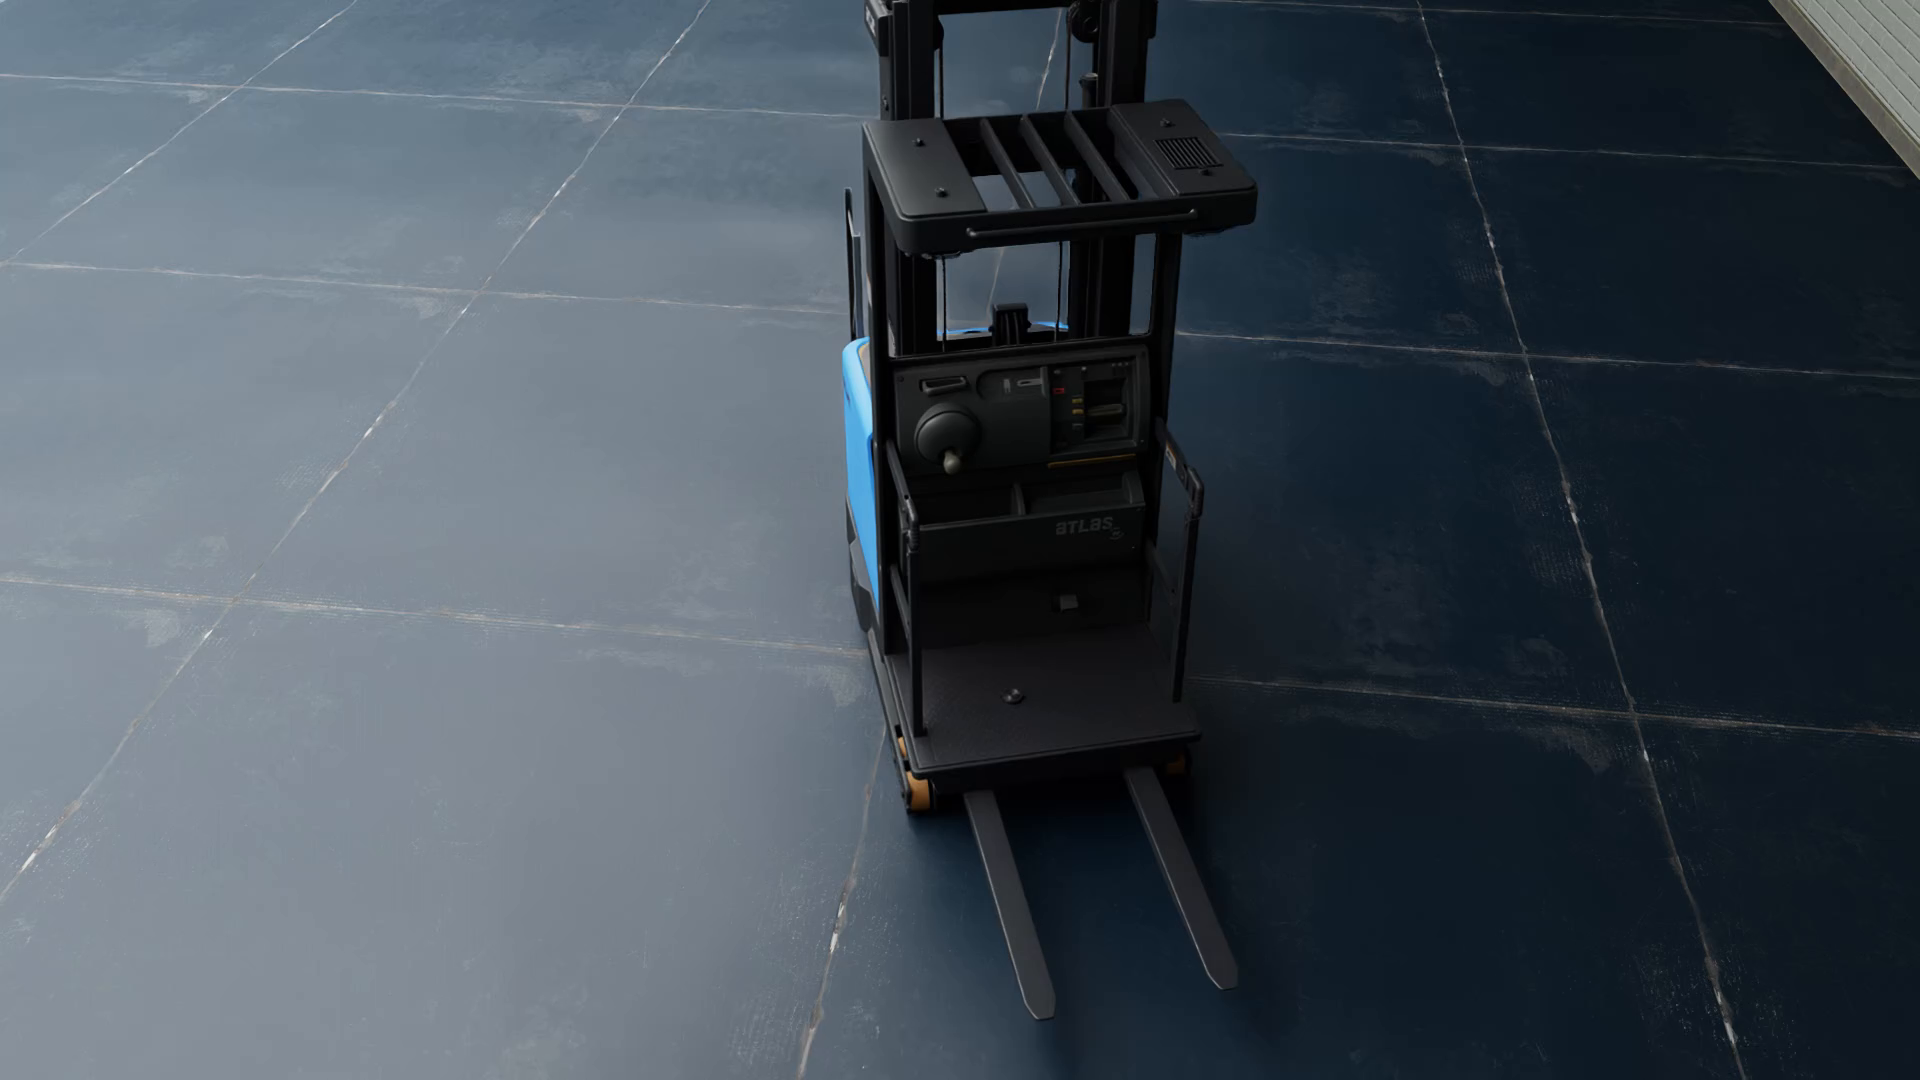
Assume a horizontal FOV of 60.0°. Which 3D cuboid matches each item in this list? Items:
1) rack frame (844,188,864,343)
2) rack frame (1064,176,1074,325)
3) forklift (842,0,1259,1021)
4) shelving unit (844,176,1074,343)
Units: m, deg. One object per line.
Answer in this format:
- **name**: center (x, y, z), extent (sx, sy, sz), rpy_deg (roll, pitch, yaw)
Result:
- **rack frame**: center (-0.465, -0.802, 7.582), extent (0.032, 1.500, 0.500), rpy_deg (-4, 36, -6)
- **rack frame**: center (0.543, -0.879, 7.691), extent (0.032, 1.500, 0.500), rpy_deg (-4, 36, -6)
- **forklift**: center (0.273, -0.397, 5.783), extent (1.130, 2.935, 3.031), rpy_deg (-7, 36, -9)
- **shelving unit**: center (0.030, -0.840, 7.636), extent (1.083, 1.500, 0.587), rpy_deg (-4, 36, -6)
